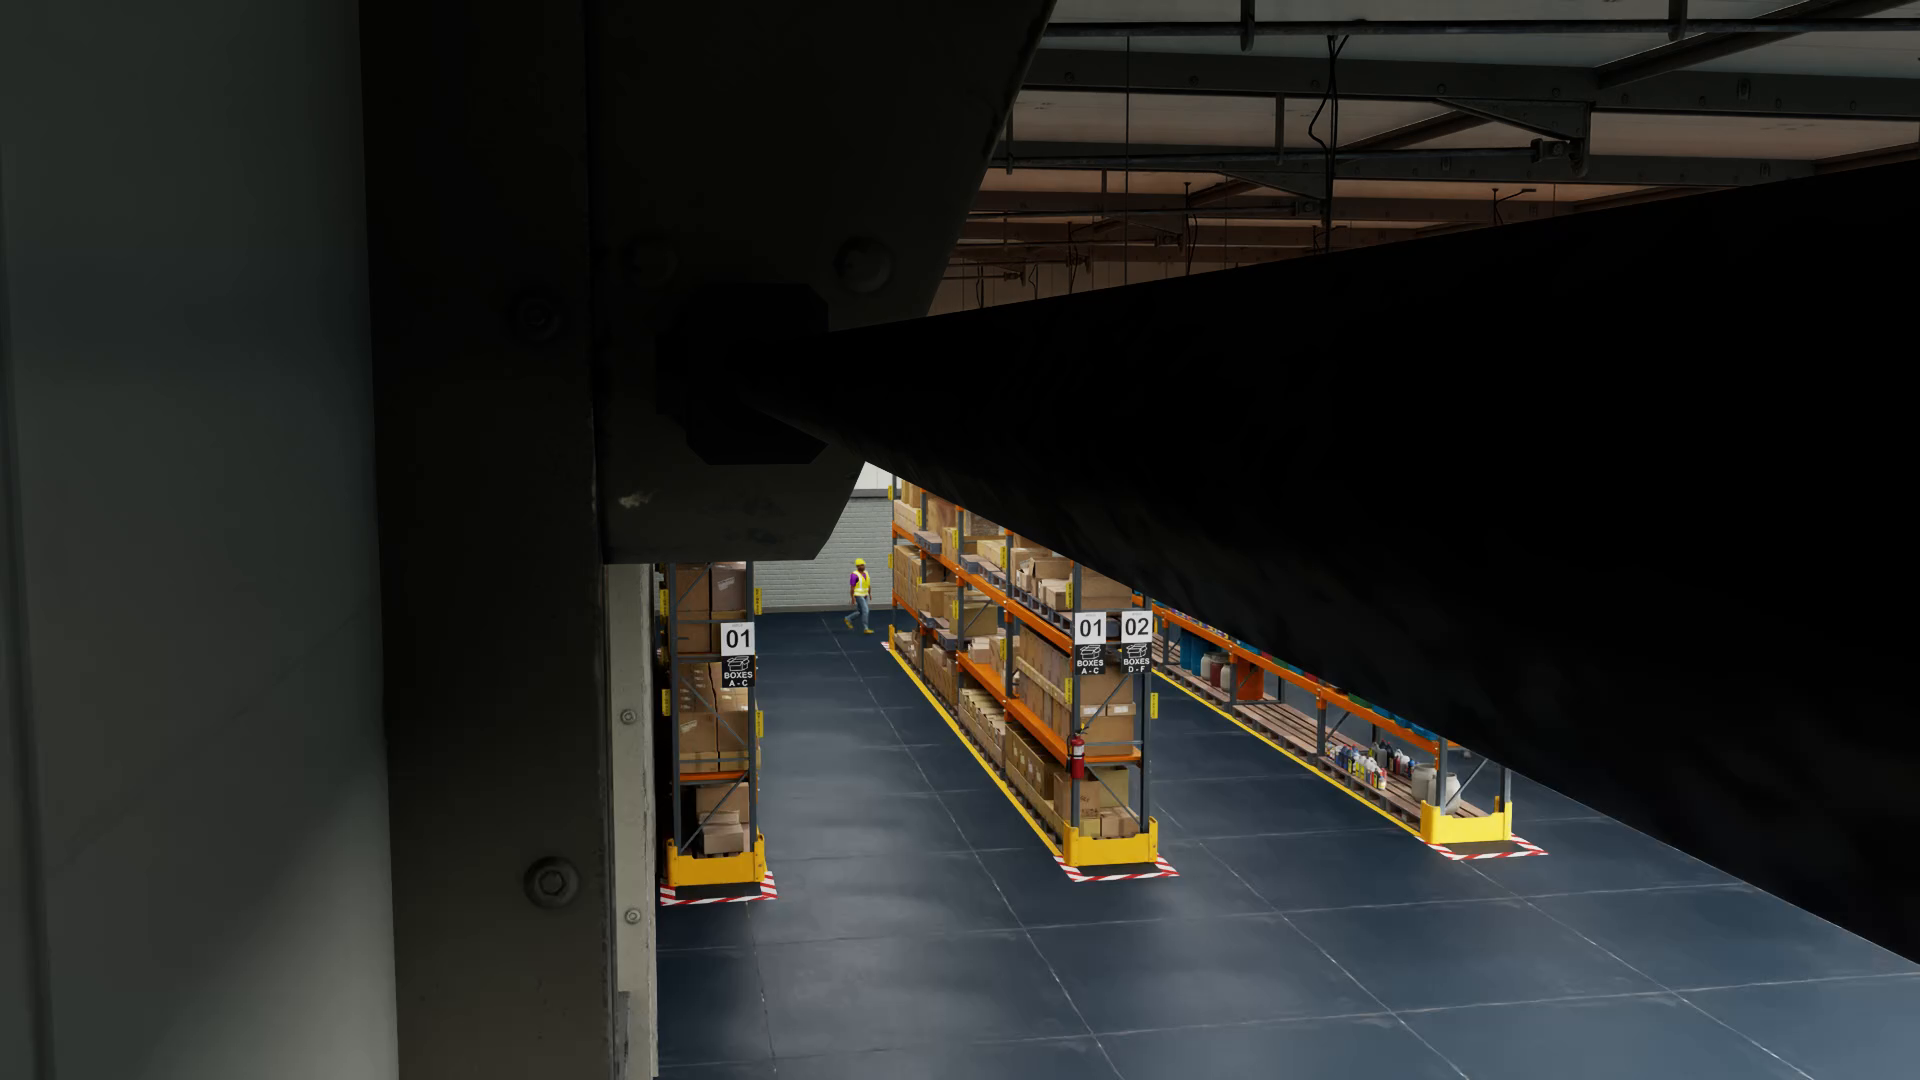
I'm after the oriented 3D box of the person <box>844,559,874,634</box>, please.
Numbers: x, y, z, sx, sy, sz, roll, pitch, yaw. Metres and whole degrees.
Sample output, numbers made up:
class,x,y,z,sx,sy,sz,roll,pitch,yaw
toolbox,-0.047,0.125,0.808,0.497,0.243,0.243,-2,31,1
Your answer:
class,x,y,z,sx,sy,sz,roll,pitch,yaw
person,-2.335,1.290,38.553,0.865,1.743,0.559,3,7,25

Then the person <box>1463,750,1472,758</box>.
class,x,y,z,sx,sy,sz,roll,pitch,yaw
person,8.128,2.592,26.677,0.630,1.732,0.666,1,6,10
